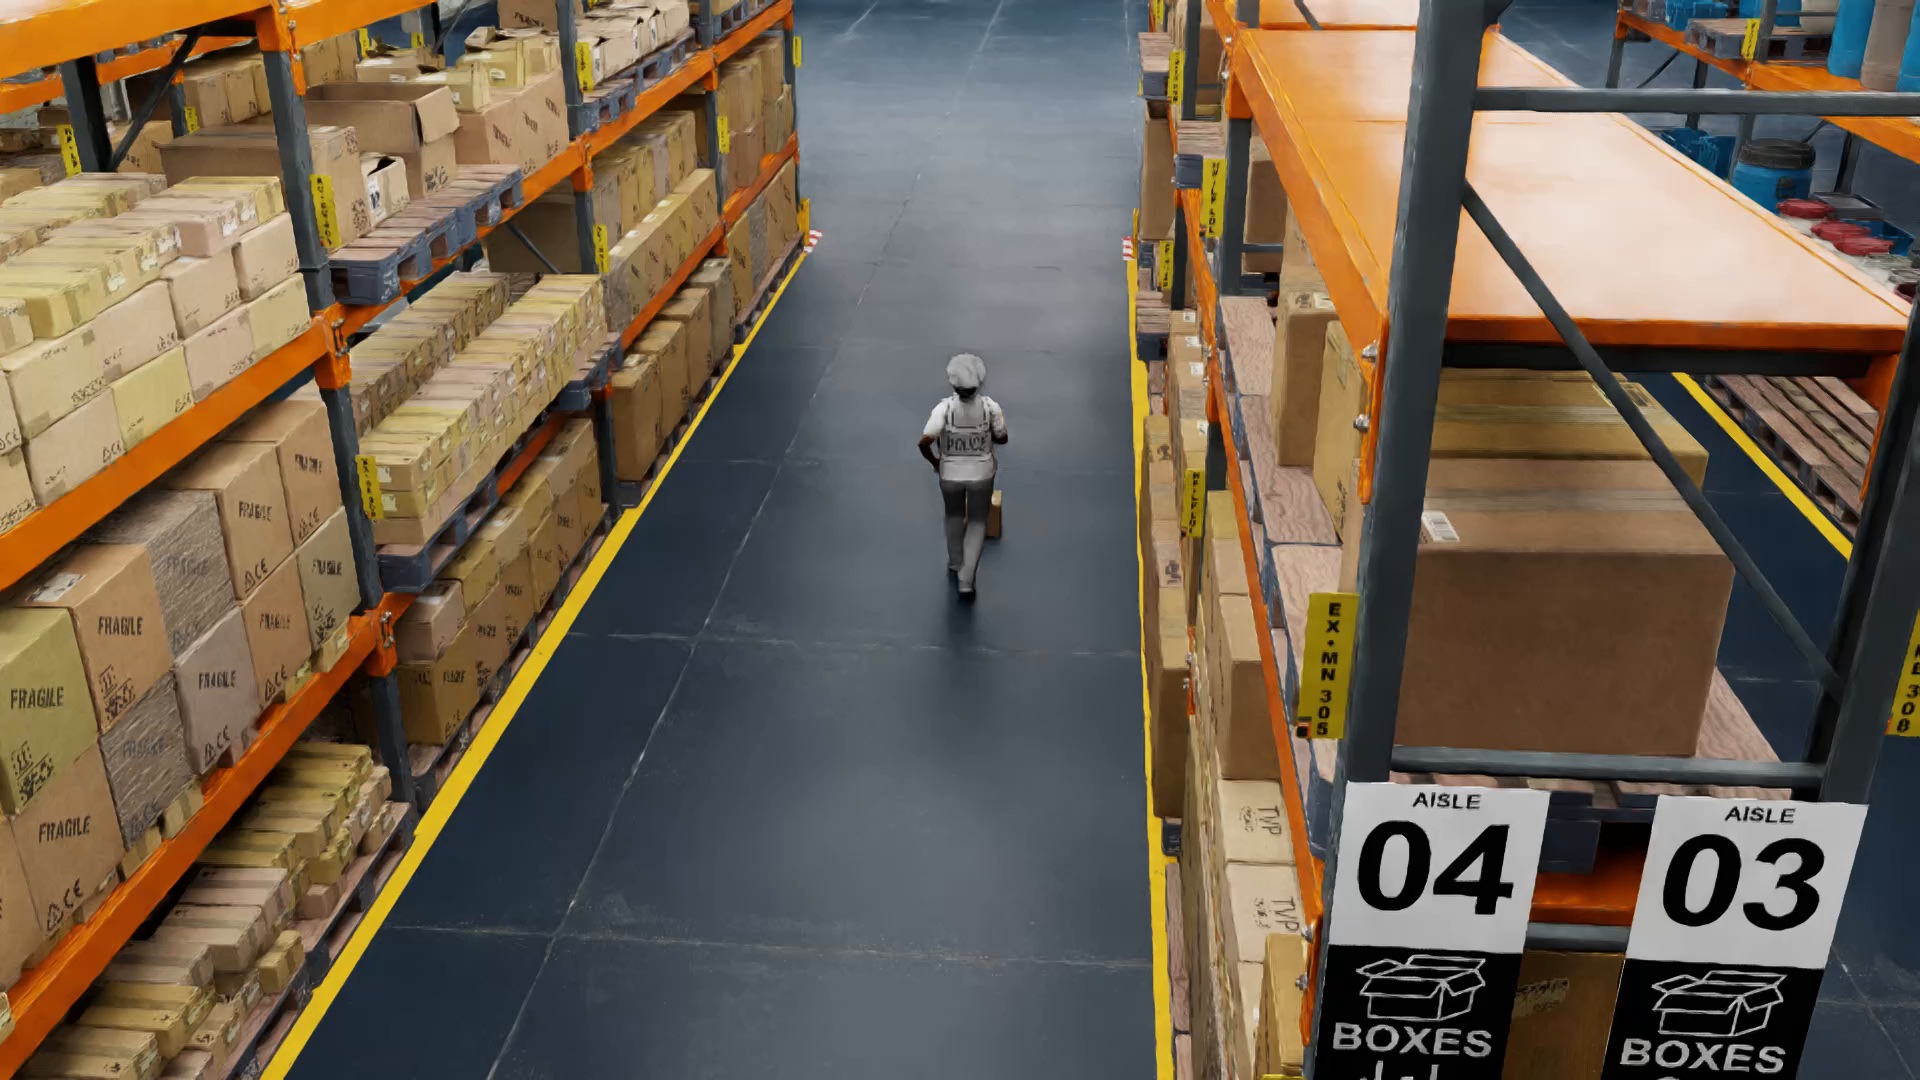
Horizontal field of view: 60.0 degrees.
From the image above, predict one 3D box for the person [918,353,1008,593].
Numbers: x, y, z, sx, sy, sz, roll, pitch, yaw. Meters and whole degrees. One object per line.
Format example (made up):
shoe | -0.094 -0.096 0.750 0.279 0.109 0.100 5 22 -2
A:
person | 0.044 -0.444 10.942 0.548 1.700 0.749 3 25 6
